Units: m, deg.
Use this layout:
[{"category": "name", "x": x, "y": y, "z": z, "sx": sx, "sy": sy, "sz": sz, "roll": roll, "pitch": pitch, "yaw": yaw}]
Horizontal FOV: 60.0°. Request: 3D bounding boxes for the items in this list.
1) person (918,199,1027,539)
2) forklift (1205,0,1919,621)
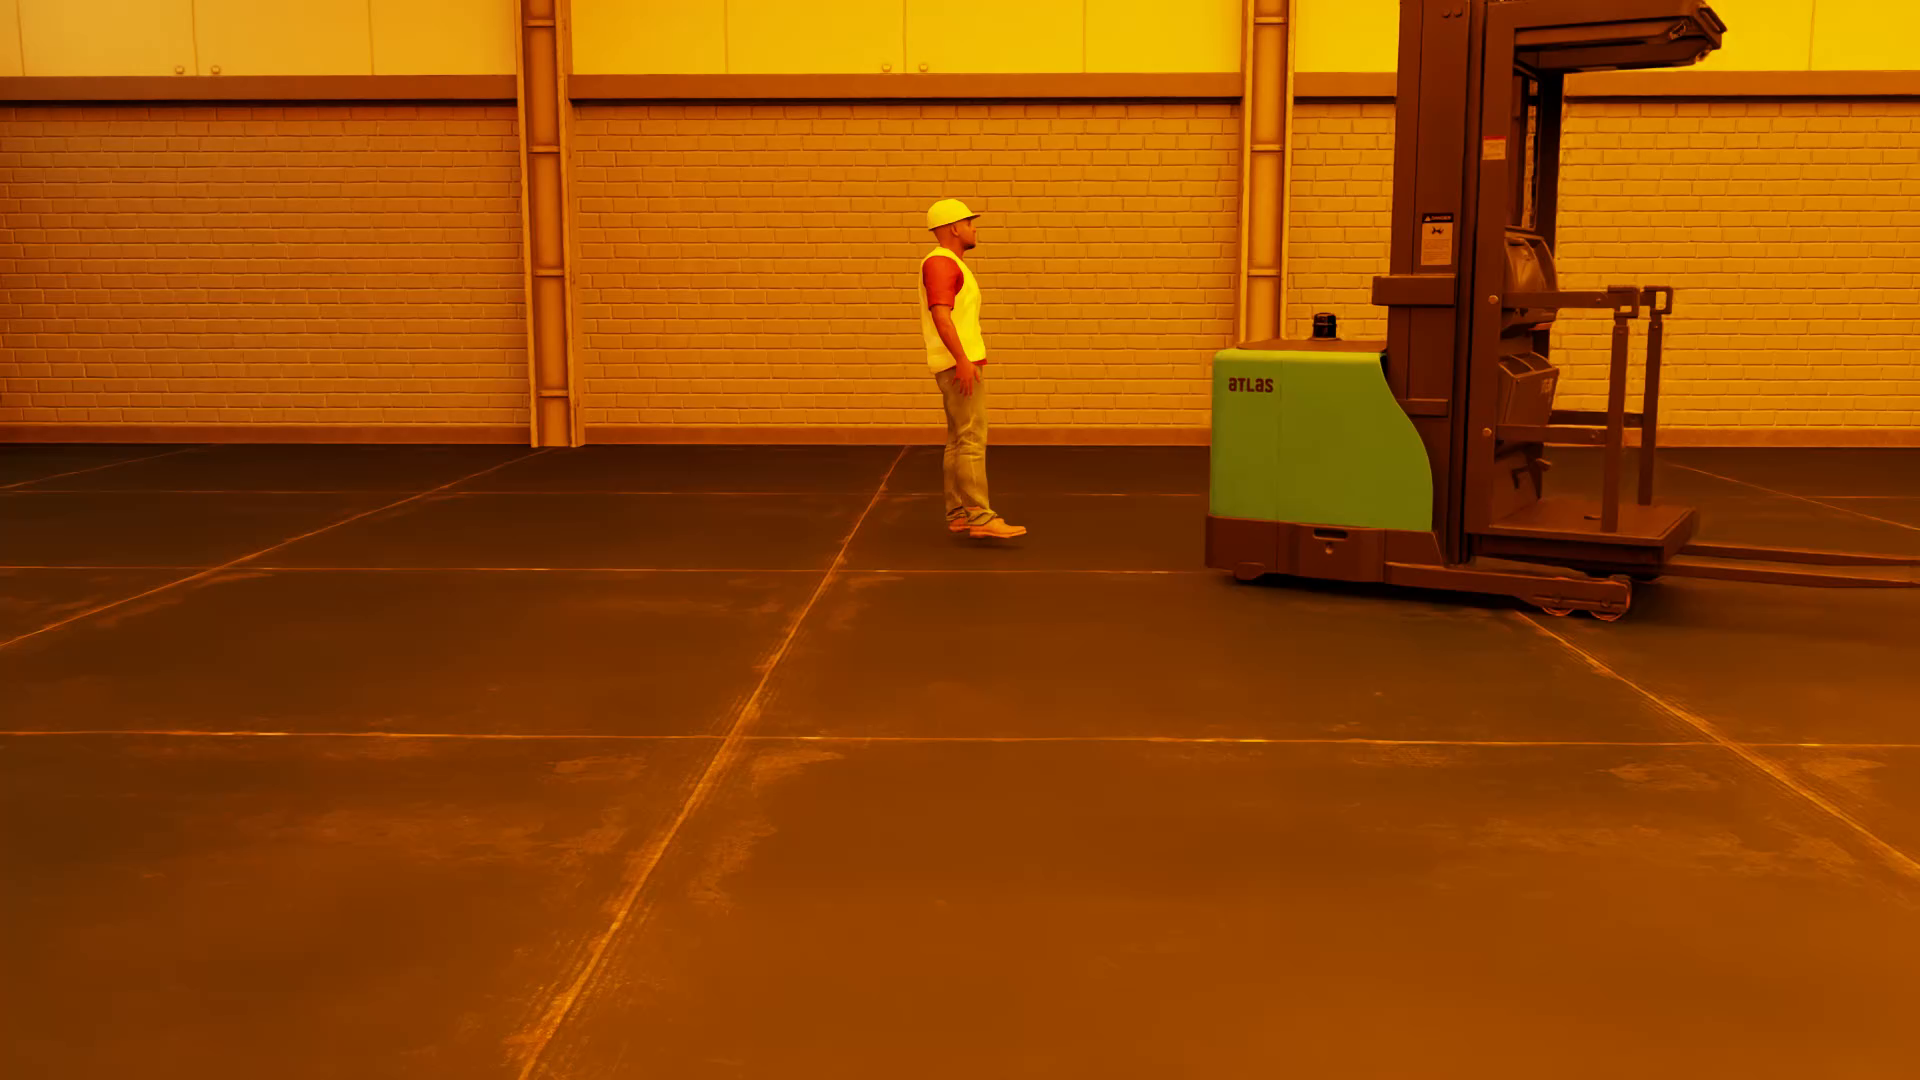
[{"category": "person", "x": 0.070, "y": -0.919, "z": 8.855, "sx": 0.574, "sy": 1.767, "sz": 0.666, "roll": 0, "pitch": 9, "yaw": 1}, {"category": "forklift", "x": 2.677, "y": -1.208, "z": 7.201, "sx": 3.031, "sy": 2.935, "sz": 1.130, "roll": 5, "pitch": 10, "yaw": 30}]
